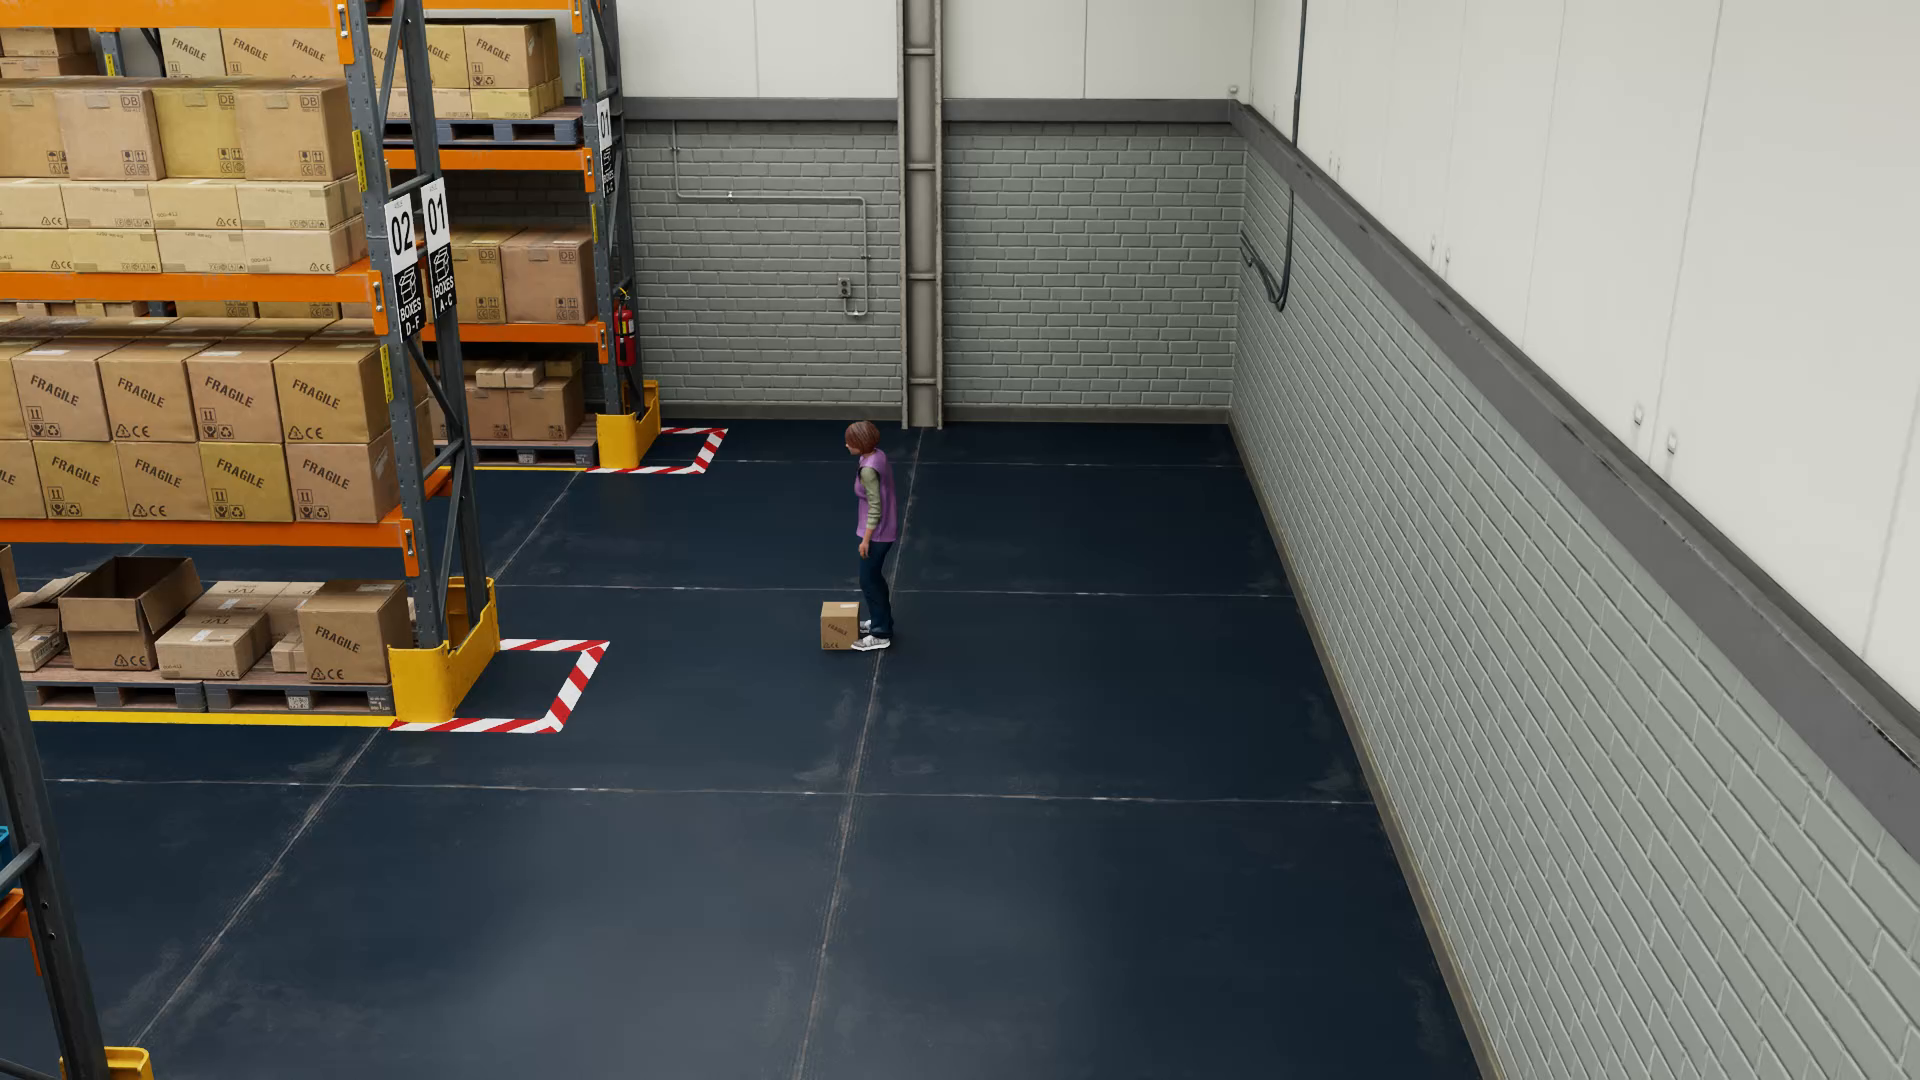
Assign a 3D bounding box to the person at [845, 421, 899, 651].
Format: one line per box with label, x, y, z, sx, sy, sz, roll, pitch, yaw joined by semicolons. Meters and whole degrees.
person;-0.582;-0.039;11.198;0.343;1.593;0.461;1;21;2
